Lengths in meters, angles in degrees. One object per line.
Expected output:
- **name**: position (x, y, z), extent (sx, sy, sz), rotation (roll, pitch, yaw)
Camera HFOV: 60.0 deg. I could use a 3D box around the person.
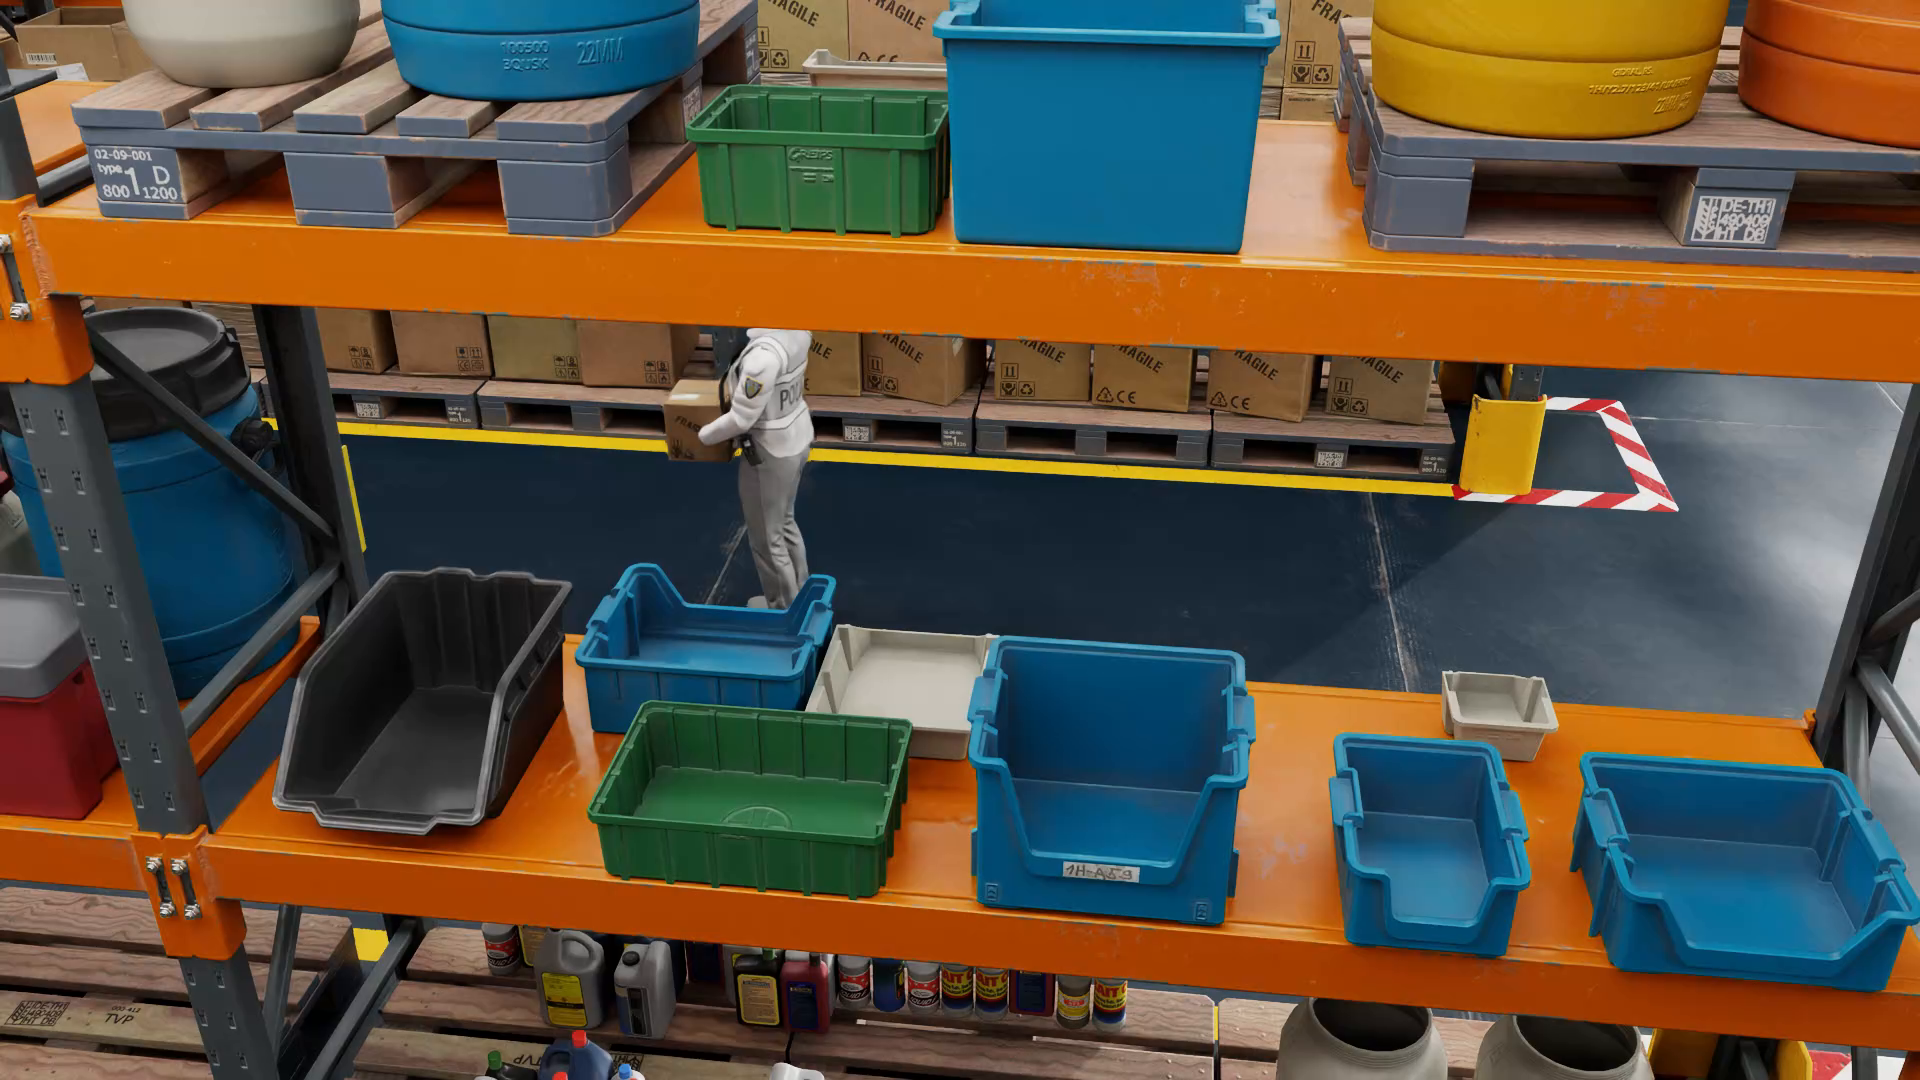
- **person**: position (-0.824, -0.361, 6.750), extent (0.552, 1.697, 0.468), rotation (7, 29, 13)
